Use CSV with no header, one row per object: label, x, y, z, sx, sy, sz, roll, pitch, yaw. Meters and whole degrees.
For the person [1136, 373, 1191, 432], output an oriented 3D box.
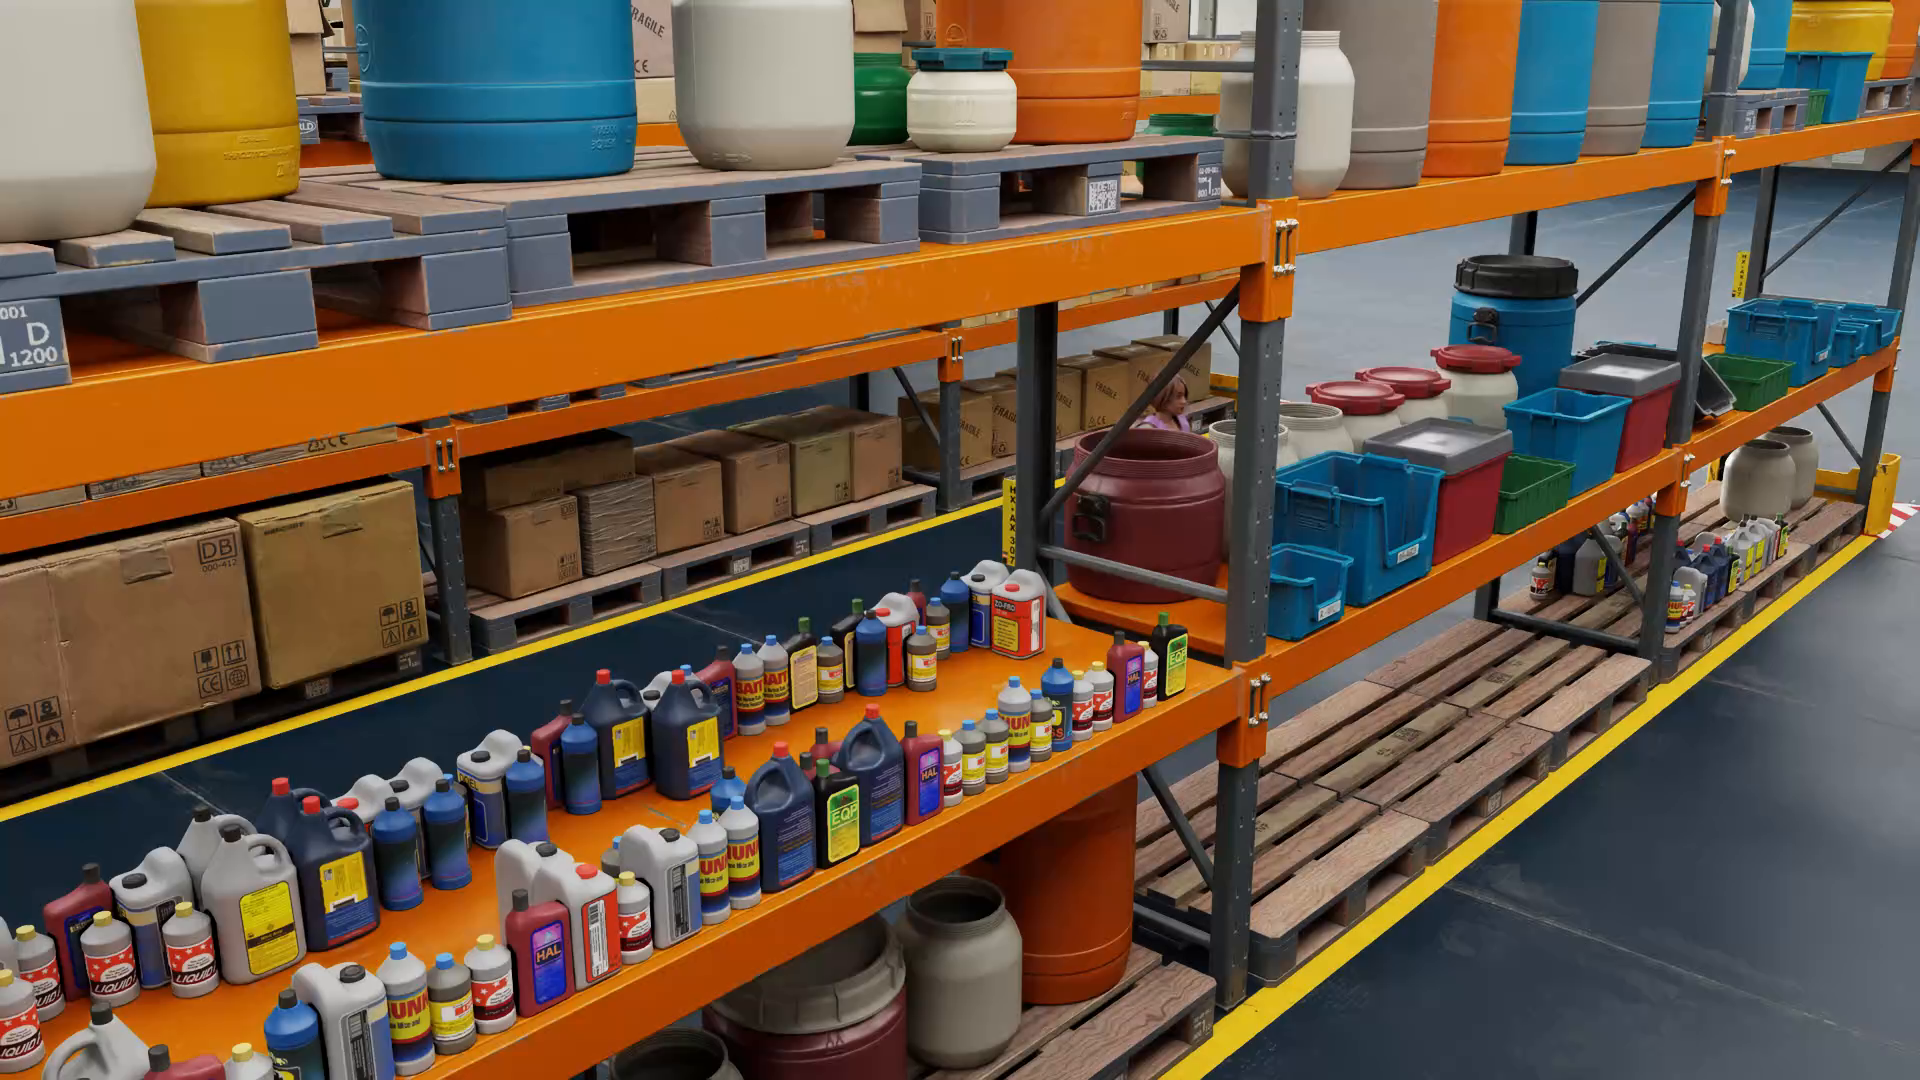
person,1.100,-0.114,8.959,0.338,1.612,0.406,15,23,41
